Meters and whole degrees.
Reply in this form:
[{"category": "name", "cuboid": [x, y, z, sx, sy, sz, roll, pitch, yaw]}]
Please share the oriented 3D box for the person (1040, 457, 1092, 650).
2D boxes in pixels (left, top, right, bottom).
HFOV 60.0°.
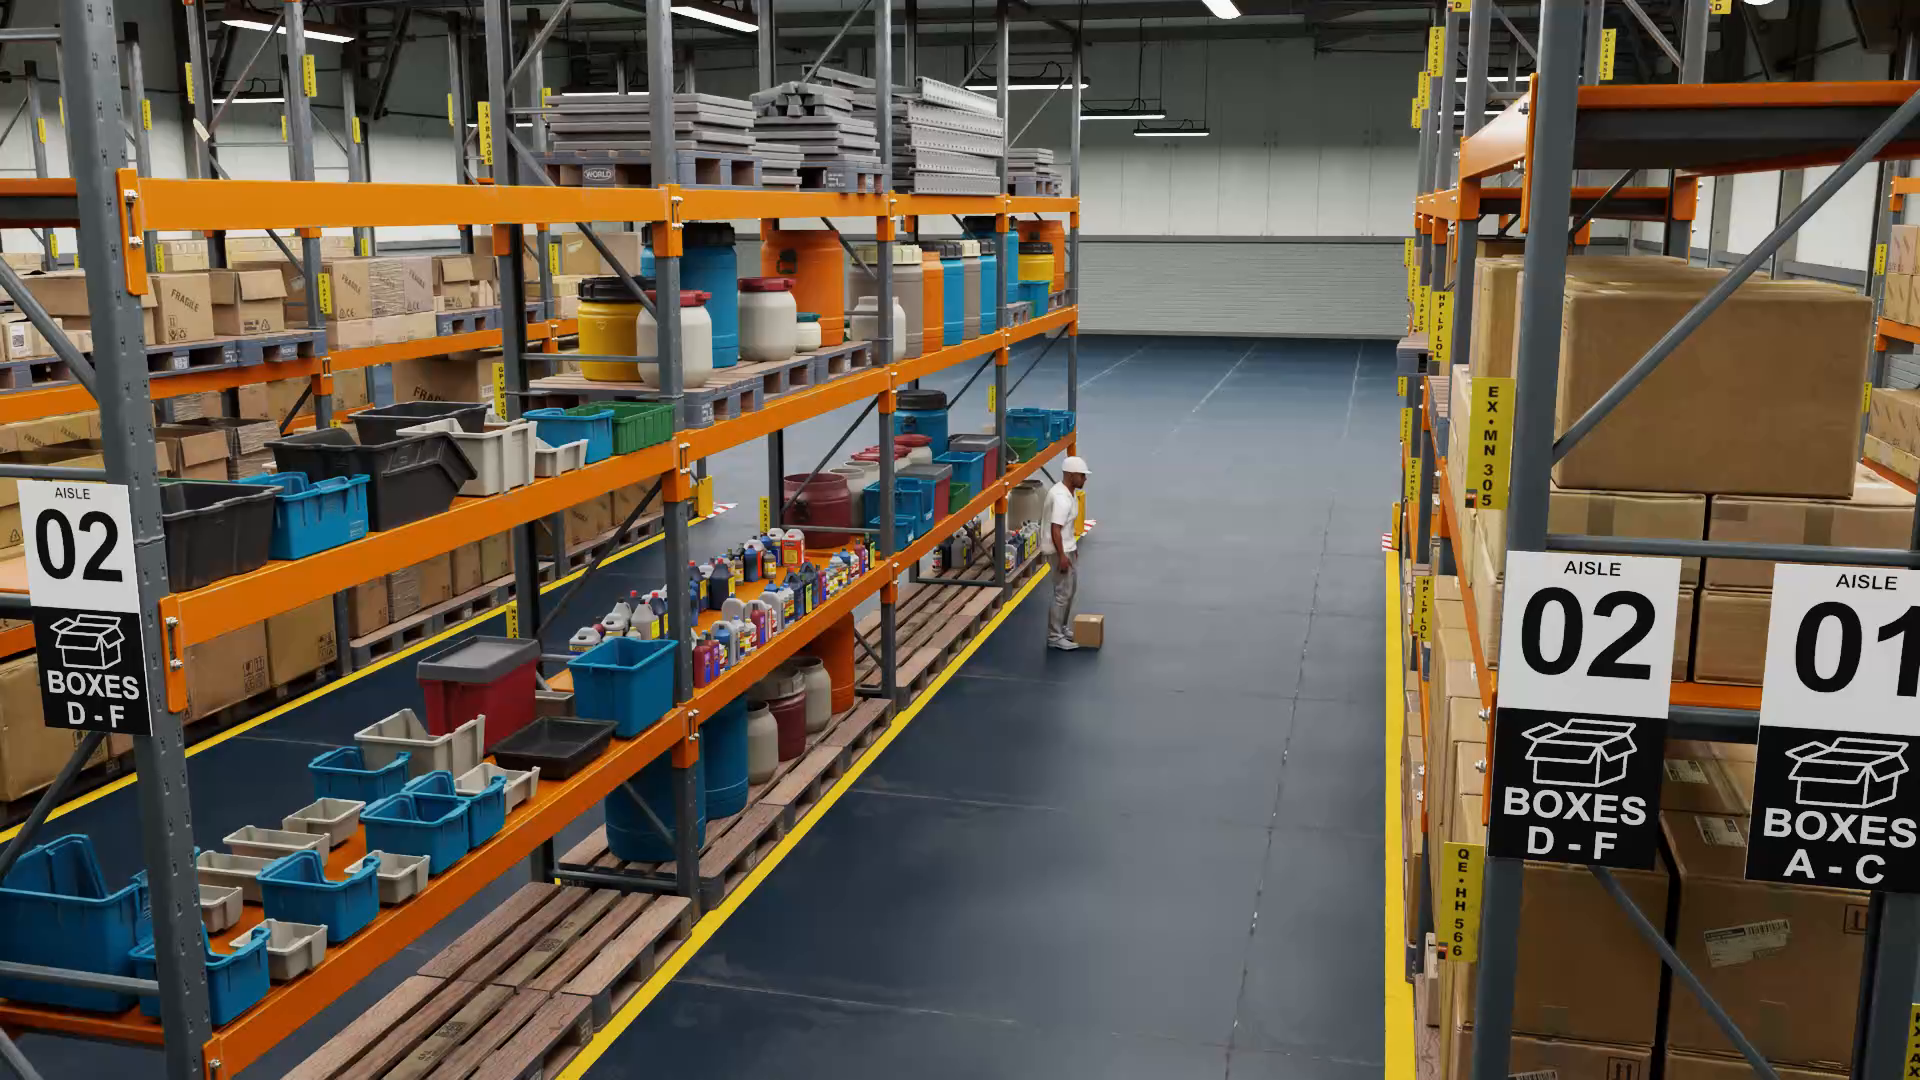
[{"category": "person", "cuboid": [0.980, 0.101, 15.401, 0.462, 1.760, 0.635, 3, 12, 12]}]
